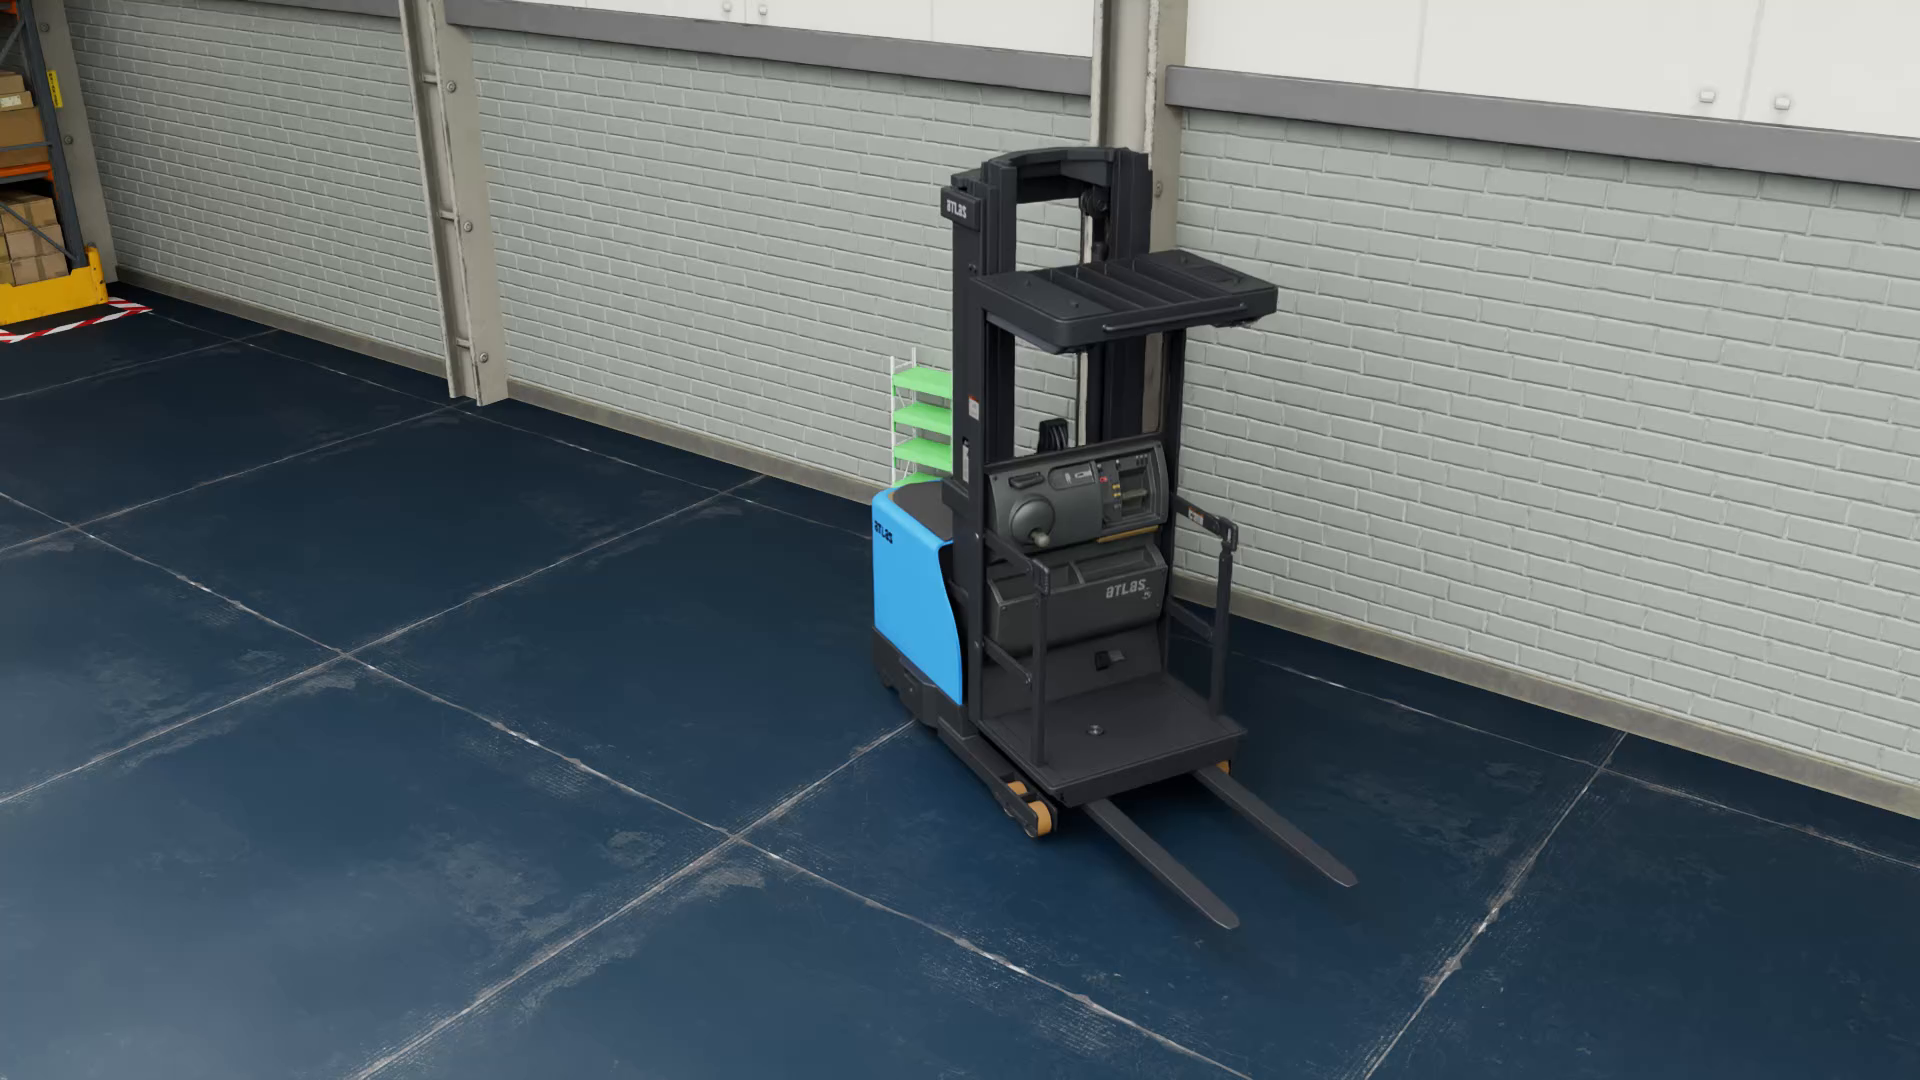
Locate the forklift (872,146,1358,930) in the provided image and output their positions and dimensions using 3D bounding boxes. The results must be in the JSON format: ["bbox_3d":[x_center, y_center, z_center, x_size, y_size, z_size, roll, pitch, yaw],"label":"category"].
[{"bbox_3d":[0.661,-0.180,7.524,1.130,2.935,3.031,-12,27,-25],"label":"forklift"}]

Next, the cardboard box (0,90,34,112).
[{"bbox_3d":[-8.754,-4.027,15.240,0.250,0.149,0.380,16,28,32],"label":"cardboard box"}]

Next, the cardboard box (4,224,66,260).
[{"bbox_3d":[-8.890,-2.862,15.794,0.500,0.250,0.500,17,29,34],"label":"cardboard box"}]

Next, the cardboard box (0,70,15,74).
[{"bbox_3d":[-8.954,-4.232,15.337,0.250,0.149,0.380,18,29,35],"label":"cardboard box"}]

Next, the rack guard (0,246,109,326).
[{"bbox_3d":[-8.619,-2.369,15.506,0.348,0.500,1.175,17,29,33],"label":"rack guard"}]

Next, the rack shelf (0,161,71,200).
[{"bbox_3d":[-10.238,-3.673,16.258,4.000,0.370,1.077,17,29,33],"label":"rack shelf"}]

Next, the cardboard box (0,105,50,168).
[{"bbox_3d":[-8.868,-3.774,15.470,0.500,0.500,0.500,18,29,35],"label":"cardboard box"}]

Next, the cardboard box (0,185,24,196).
[{"bbox_3d":[-9.311,-3.207,15.957,0.500,0.250,0.500,17,29,33],"label":"cardboard box"}]

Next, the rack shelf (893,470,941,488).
[{"bbox_3d":[-0.162,-0.295,10.684,0.480,0.148,0.258,17,28,33],"label":"rack shelf"}]

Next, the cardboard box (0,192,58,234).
[{"bbox_3d":[-8.909,-3.087,15.686,0.500,0.250,0.500,16,29,33],"label":"cardboard box"}]

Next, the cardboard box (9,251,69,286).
[{"bbox_3d":[-8.914,-2.634,15.898,0.500,0.250,0.500,17,29,34],"label":"cardboard box"}]

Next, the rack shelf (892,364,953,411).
[{"bbox_3d":[-0.160,-0.955,10.396,0.480,0.148,0.258,17,28,33],"label":"rack shelf"}]

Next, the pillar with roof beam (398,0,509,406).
[{"bbox_3d":[-6.435,-3.883,8.402,0.400,9.000,9.100,17,29,33],"label":"pillar with roof beam"}]

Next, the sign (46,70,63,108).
[{"bbox_3d":[-8.300,-4.128,15.228,0.005,0.325,0.100,17,29,33],"label":"sign"}]

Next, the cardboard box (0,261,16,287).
[{"bbox_3d":[-9.204,-2.464,15.511,0.500,0.250,0.500,17,29,34],"label":"cardboard box"}]

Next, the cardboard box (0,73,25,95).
[{"bbox_3d":[-8.779,-4.147,15.145,0.250,0.149,0.380,16,28,32],"label":"cardboard box"}]

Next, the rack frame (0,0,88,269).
[{"bbox_3d":[-8.638,-3.518,15.015,0.127,3.000,1.000,17,29,33],"label":"rack frame"}]

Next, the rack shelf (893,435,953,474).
[{"bbox_3d":[-0.161,-0.515,10.588,0.480,0.148,0.258,17,28,33],"label":"rack shelf"}]

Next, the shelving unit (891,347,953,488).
[{"bbox_3d":[-0.161,-0.574,10.562,0.503,1.200,0.258,17,28,33],"label":"shelving unit"}]

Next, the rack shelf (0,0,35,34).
[{"bbox_3d":[-10.238,-5.045,15.653,4.000,0.370,1.077,17,29,33],"label":"rack shelf"}]

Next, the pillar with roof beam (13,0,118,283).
[{"bbox_3d":[-11.237,-5.334,11.695,0.400,9.000,9.100,17,29,33],"label":"pillar with roof beam"}]

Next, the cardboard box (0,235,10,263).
[{"bbox_3d":[-9.215,-2.698,15.422,0.500,0.250,0.500,16,29,33],"label":"cardboard box"}]

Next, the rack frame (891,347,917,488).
[{"bbox_3d":[-0.358,-0.632,10.695,0.015,1.200,0.240,17,28,33],"label":"rack frame"}]

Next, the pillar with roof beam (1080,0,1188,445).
[{"bbox_3d":[-1.634,-2.432,5.109,0.400,9.000,9.100,17,29,33],"label":"pillar with roof beam"}]

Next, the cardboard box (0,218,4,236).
[{"bbox_3d":[-9.194,-2.921,15.308,0.500,0.250,0.500,18,29,35],"label":"cardboard box"}]

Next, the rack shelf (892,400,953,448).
[{"bbox_3d":[-0.160,-0.735,10.492,0.480,0.148,0.258,17,28,33],"label":"rack shelf"}]
